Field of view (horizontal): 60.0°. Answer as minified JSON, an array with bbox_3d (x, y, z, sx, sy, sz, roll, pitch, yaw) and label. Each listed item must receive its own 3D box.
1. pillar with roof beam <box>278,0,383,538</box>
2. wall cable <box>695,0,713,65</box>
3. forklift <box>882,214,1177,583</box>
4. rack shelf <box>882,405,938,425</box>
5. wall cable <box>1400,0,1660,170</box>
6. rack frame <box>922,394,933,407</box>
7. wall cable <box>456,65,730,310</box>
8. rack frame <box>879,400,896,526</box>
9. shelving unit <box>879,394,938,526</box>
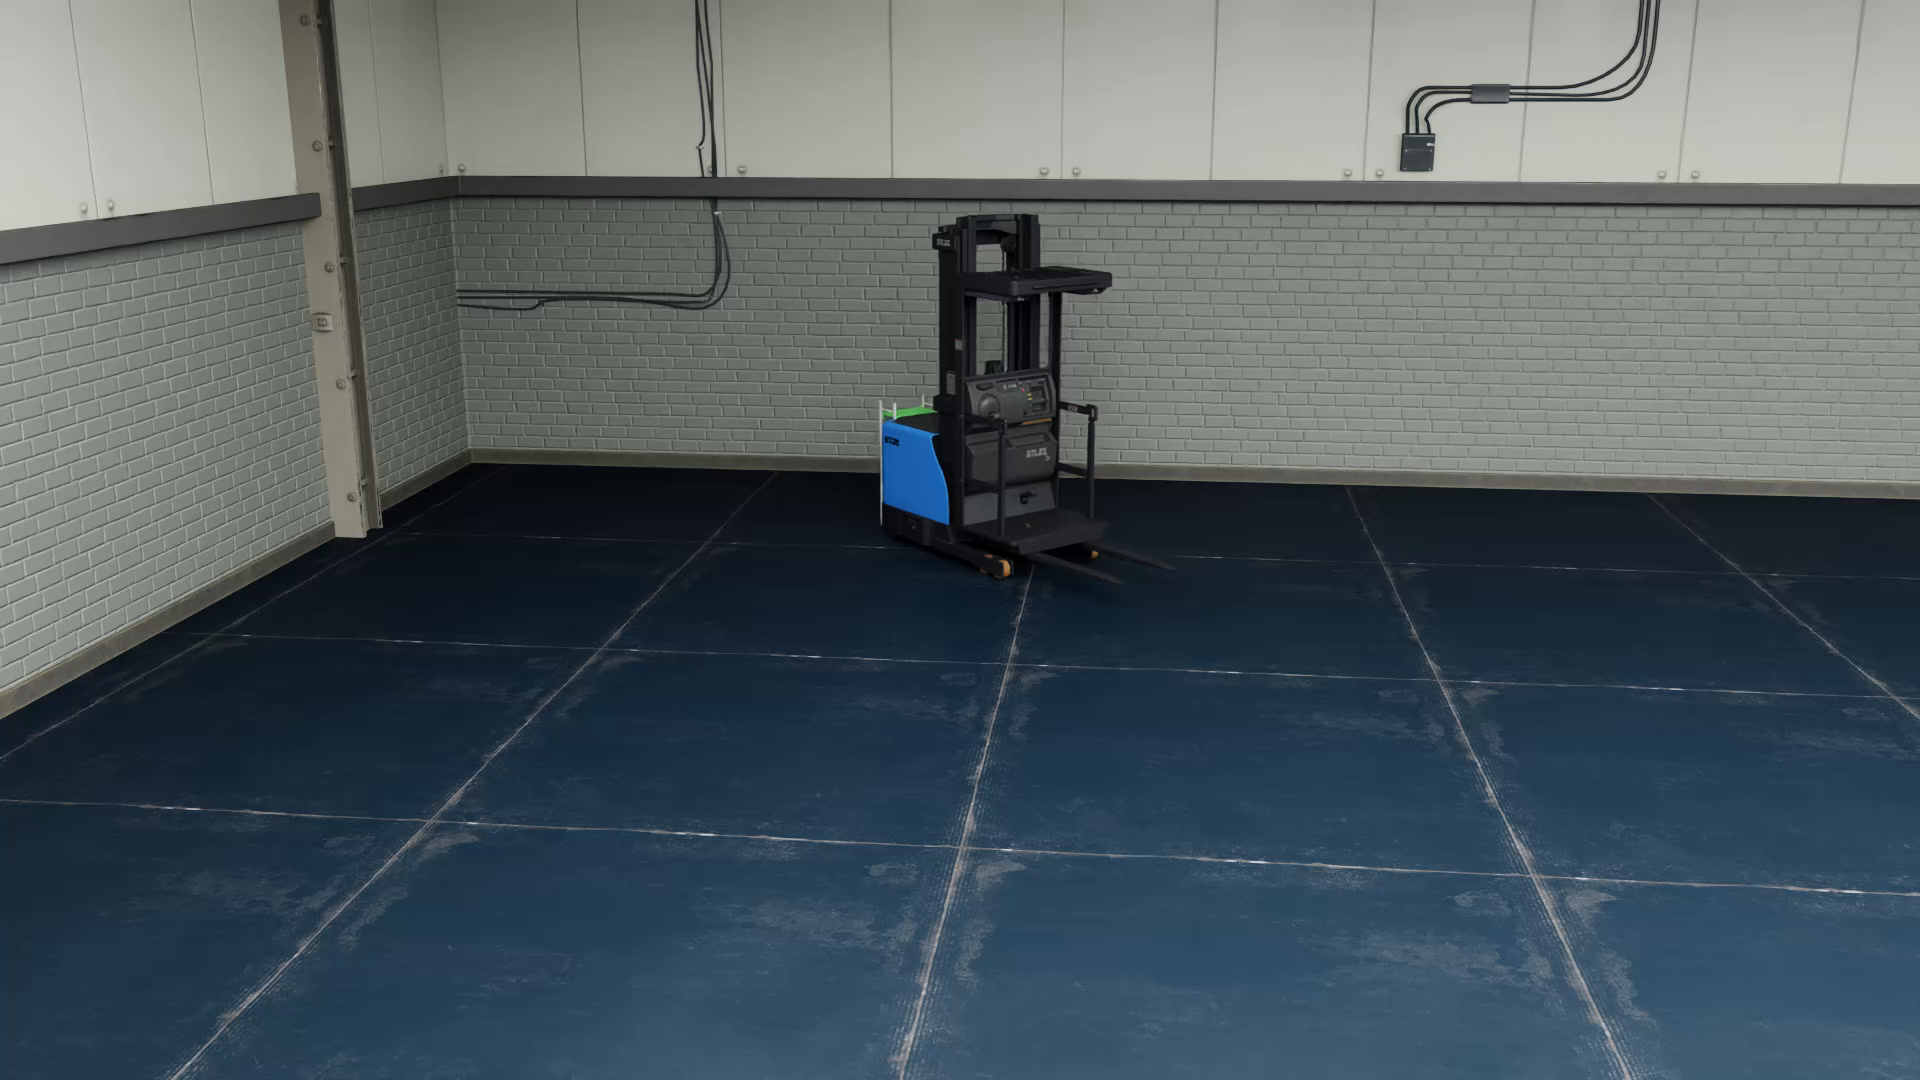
[{"bbox_3d":[-1.315,-4.294,13.803,9.100,9.000,0.400,2,15,6],"label":"pillar with roof beam"},{"bbox_3d":[-1.258,-6.005,16.405,3.097,2.526,0.112,2,15,6],"label":"wall cable"},{"bbox_3d":[0.574,-1.232,14.103,1.130,2.935,3.031,-11,19,-36],"label":"forklift"},{"bbox_3d":[-0.473,-1.134,15.463,0.480,0.148,0.258,-11,19,-36],"label":"rack shelf"},{"bbox_3d":[5.485,-6.504,15.460,2.305,6.003,0.169,2,15,6],"label":"wall cable"},{"bbox_3d":[-0.281,-0.772,15.717,0.015,1.200,0.240,-11,19,-36],"label":"rack frame"},{"bbox_3d":[-3.947,-3.647,17.358,3.097,2.526,0.112,2,15,6],"label":"wall cable"},{"bbox_3d":[-0.666,-0.693,15.427,0.015,1.200,0.240,-11,19,-36],"label":"rack frame"},{"bbox_3d":[-0.473,-0.732,15.572,0.503,1.200,0.258,-11,19,-36],"label":"shelving unit"}]
